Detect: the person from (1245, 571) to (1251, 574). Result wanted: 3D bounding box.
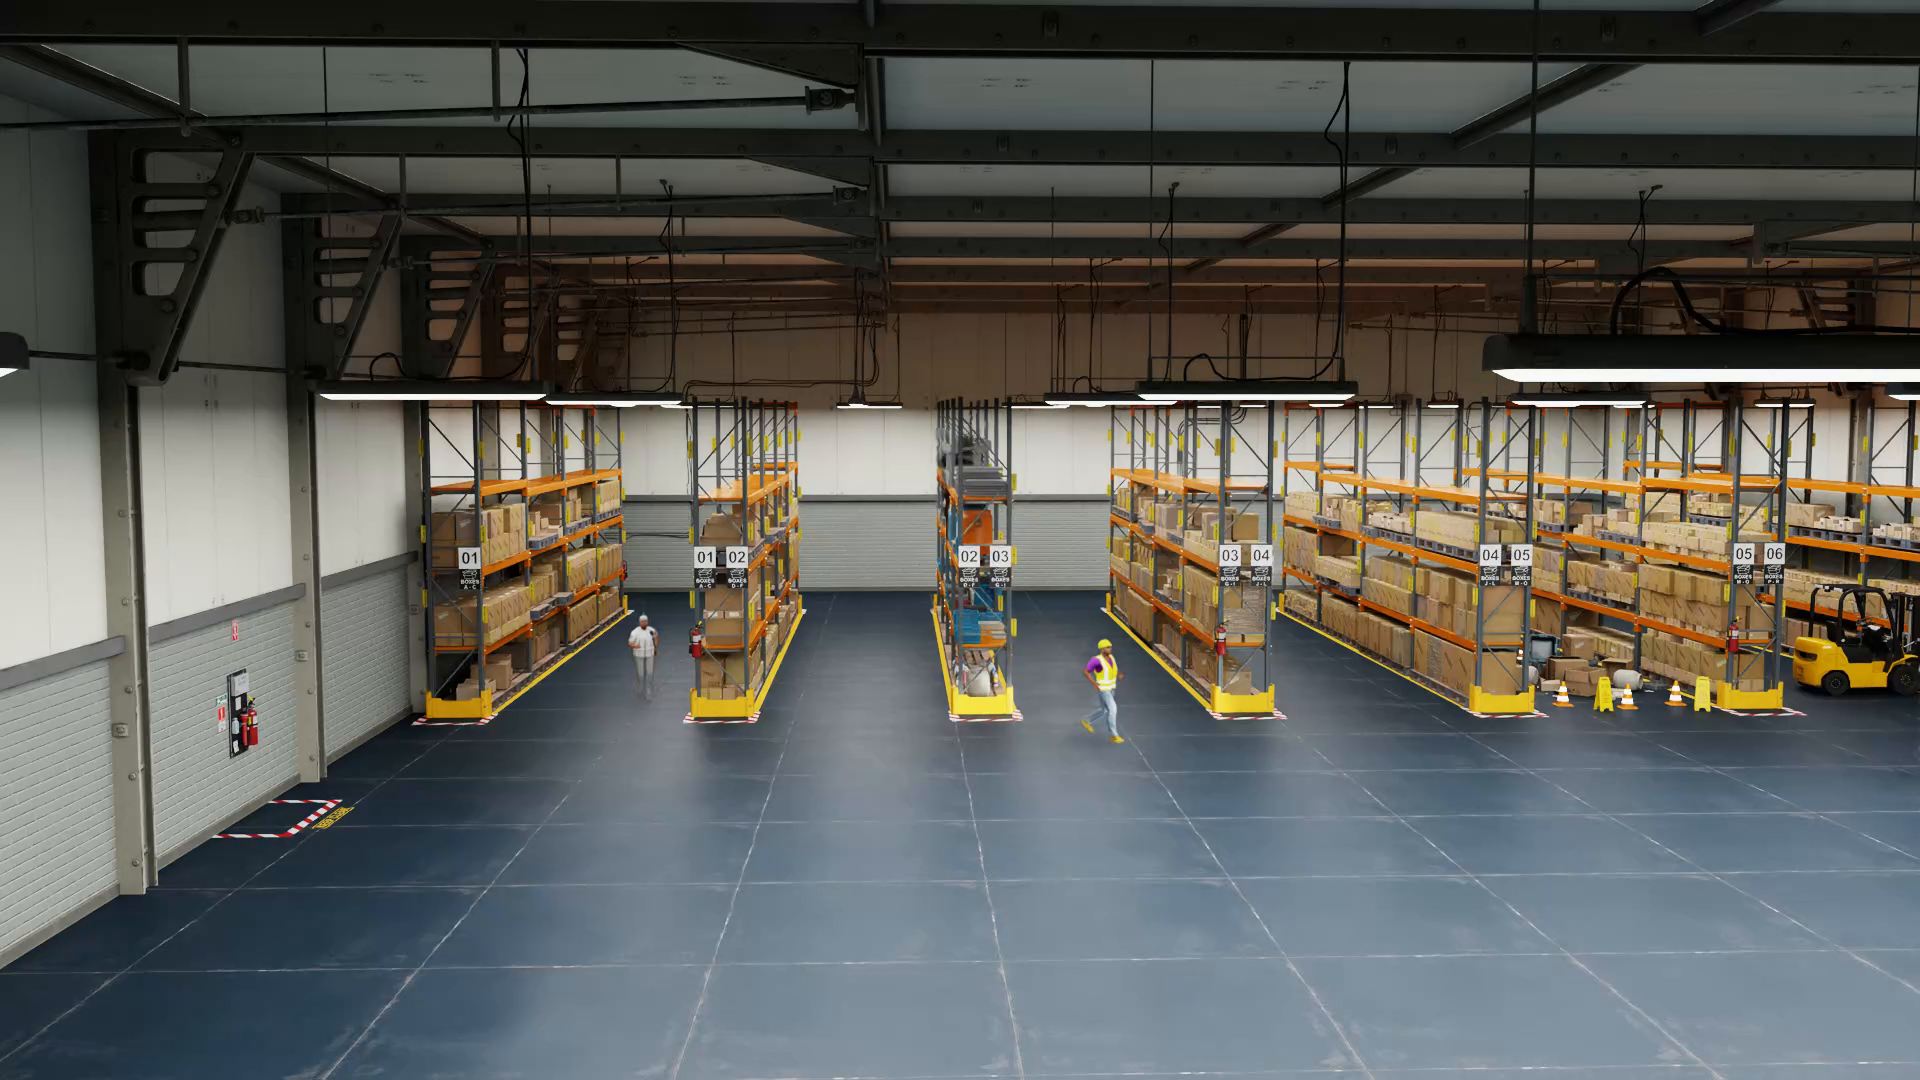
[{"bbox_3d":[7.965,1.220,47.341,0.743,1.691,0.592,2,5,27],"label":"person"}]

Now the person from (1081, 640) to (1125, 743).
[{"bbox_3d":[2.508,2.607,28.974,0.895,1.774,0.686,3,5,35],"label":"person"}]

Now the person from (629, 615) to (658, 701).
[{"bbox_3d":[-6.294,2.326,33.150,0.609,1.667,0.921,-1,5,-17],"label":"person"}]
